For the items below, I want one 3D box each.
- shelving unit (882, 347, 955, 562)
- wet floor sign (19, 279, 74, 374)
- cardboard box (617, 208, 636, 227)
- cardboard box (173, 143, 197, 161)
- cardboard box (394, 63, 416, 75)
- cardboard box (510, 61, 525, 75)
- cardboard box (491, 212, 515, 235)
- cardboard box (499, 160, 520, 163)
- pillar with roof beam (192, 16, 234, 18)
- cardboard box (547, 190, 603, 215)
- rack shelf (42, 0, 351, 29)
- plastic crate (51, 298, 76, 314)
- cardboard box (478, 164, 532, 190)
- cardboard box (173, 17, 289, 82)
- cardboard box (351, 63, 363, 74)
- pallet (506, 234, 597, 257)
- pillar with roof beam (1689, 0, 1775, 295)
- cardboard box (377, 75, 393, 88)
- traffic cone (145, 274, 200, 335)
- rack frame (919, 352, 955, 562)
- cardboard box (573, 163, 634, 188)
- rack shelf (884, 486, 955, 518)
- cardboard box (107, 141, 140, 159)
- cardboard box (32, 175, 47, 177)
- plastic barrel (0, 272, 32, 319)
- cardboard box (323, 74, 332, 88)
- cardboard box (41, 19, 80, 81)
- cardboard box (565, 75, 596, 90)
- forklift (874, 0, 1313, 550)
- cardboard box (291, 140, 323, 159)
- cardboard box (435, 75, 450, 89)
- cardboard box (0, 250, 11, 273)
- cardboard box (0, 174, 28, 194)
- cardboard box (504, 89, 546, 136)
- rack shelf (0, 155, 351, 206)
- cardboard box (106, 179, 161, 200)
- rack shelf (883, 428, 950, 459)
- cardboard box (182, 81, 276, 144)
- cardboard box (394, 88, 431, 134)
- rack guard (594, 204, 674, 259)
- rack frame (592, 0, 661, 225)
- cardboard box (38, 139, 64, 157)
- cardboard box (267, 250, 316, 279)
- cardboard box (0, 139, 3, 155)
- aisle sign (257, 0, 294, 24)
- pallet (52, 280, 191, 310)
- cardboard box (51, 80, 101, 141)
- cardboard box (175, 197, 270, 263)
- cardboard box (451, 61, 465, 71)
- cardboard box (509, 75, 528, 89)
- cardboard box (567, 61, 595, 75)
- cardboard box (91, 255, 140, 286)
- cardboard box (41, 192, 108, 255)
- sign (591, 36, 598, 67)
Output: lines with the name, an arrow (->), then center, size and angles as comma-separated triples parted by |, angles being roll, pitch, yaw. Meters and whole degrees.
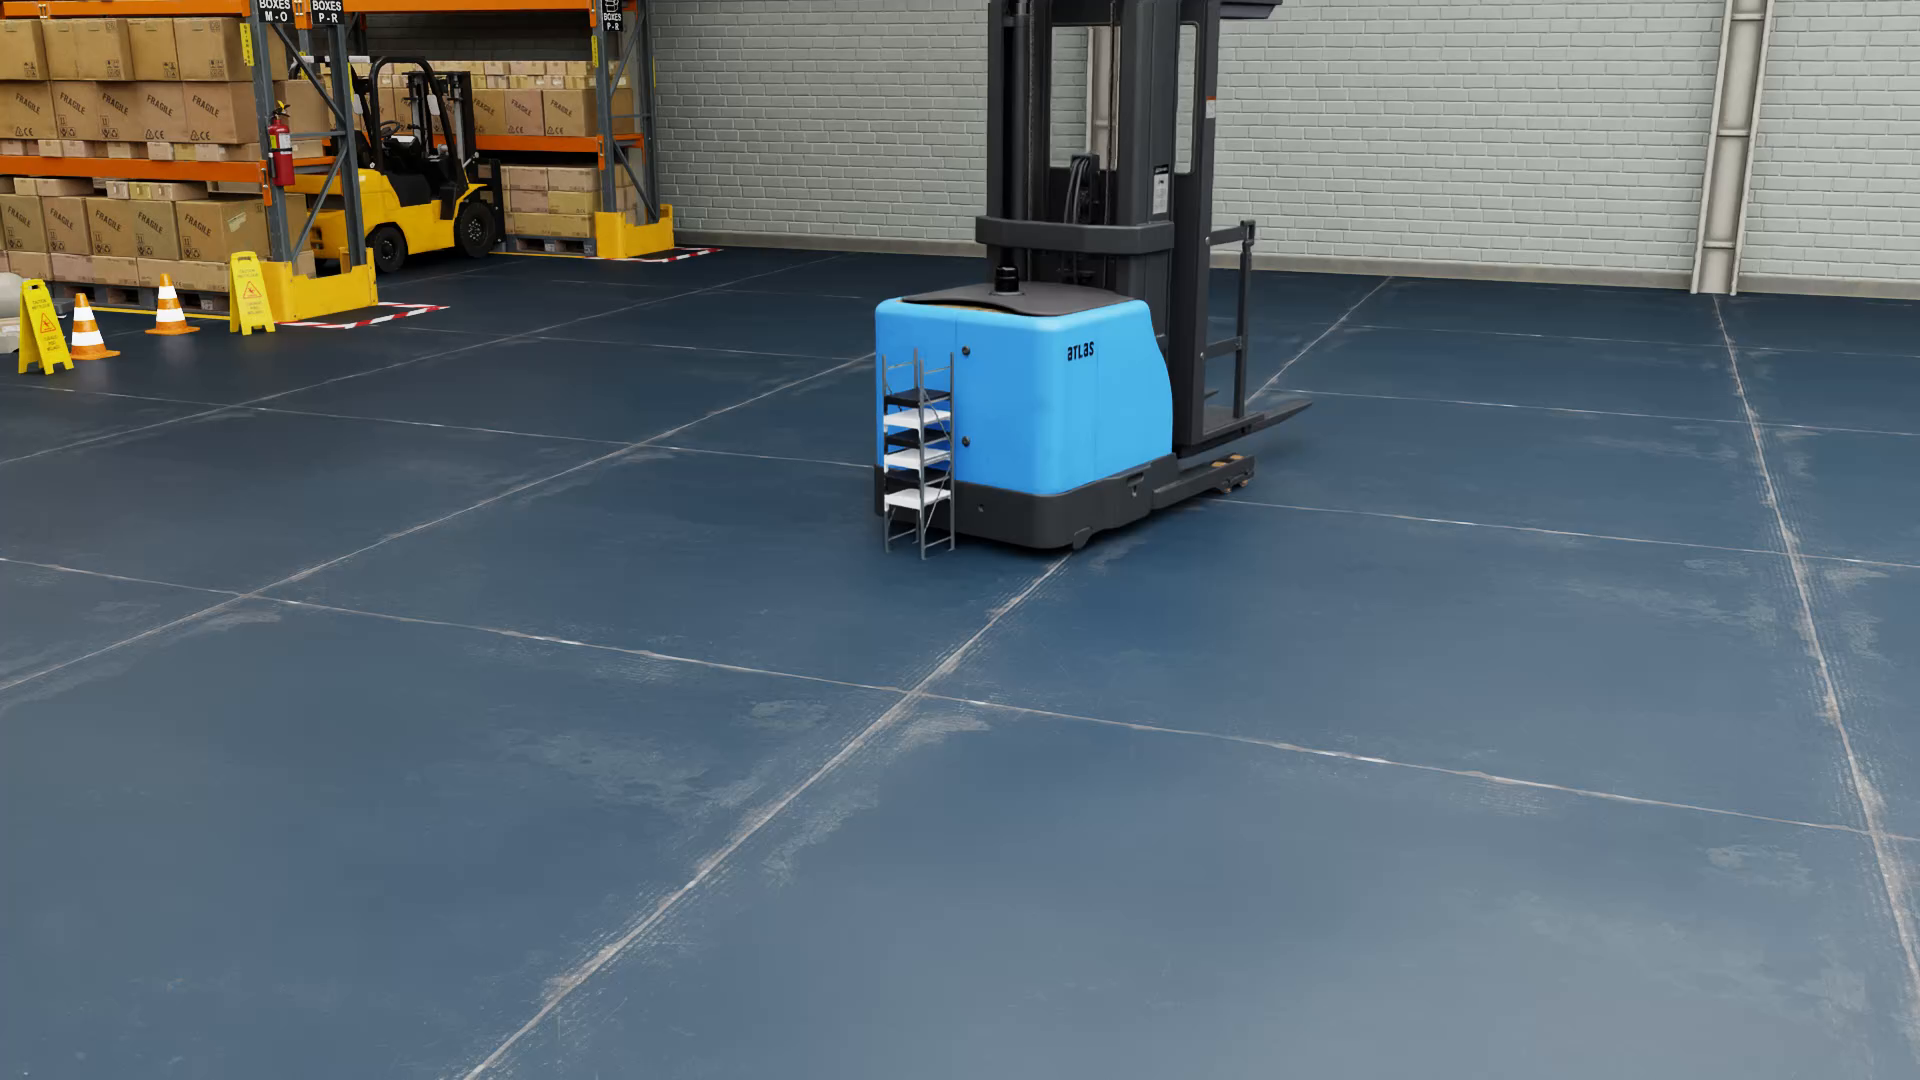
shelving unit -> -0.181, -0.380, 7.368 | 0.210, 0.900, 0.258 | 12, 20, 35
wet floor sign -> -6.493, -1.513, 11.727 | 0.232, 0.644, 0.267 | 3, 17, 11
cardboard box -> -4.092, -3.697, 19.206 | 0.500, 0.250, 0.500 | 6, 17, 21
cardboard box -> -6.458, -3.318, 14.173 | 0.250, 0.149, 0.380 | 6, 17, 20
cardboard box -> -6.270, -5.417, 19.077 | 0.250, 0.149, 0.380 | 6, 17, 20
cardboard box -> -4.816, -5.281, 18.607 | 0.250, 0.149, 0.380 | 6, 17, 21
cardboard box -> -5.181, -3.669, 19.110 | 0.500, 0.250, 0.500 | 6, 17, 21
cardboard box -> -5.486, -4.333, 19.603 | 0.500, 0.250, 0.500 | 6, 17, 20
pillar with roof beam -> -11.185, -7.398, 17.016 | 0.400, 9.000, 9.100 | 6, 17, 21
cardboard box -> -4.274, -3.805, 18.681 | 0.500, 0.250, 0.500 | 6, 17, 20
rack shelf -> -9.288, -6.423, 20.330 | 4.000, 0.370, 1.077 | 6, 17, 21
plastic crate -> -8.086, -2.061, 14.629 | 0.583, 0.080, 0.402 | 0, 16, 1
cardboard box -> -5.200, -4.142, 18.946 | 0.500, 0.250, 0.500 | 7, 17, 21
cardboard box -> -6.080, -4.094, 13.888 | 0.500, 0.500, 0.700 | 6, 17, 19
cardboard box -> -6.957, -5.518, 19.424 | 0.250, 0.149, 0.380 | 7, 17, 21
pallet -> -4.433, -3.443, 19.154 | 1.213, 0.211, 1.003 | 6, 17, 21
pillar with roof beam -> 5.560, -5.557, 10.673 | 0.400, 9.000, 9.100 | 6, 17, 21
cardboard box -> -6.531, -5.293, 19.181 | 0.250, 0.149, 0.380 | 7, 17, 22
traffic cone -> -6.398, -1.918, 13.451 | 0.334, 0.463, 0.336 | 6, 17, 21
rack frame -> -0.099, -0.363, 7.310 | 0.006, 0.900, 0.240 | 12, 20, 35
cardboard box -> -4.084, -4.174, 19.057 | 0.500, 0.250, 0.500 | 6, 17, 20
rack shelf -> -0.181, -0.175, 7.428 | 0.200, 0.077, 0.258 | 12, 20, 35
cardboard box -> -7.166, -3.402, 14.462 | 0.250, 0.149, 0.380 | 6, 17, 20
cardboard box -> -11.621, -4.522, 21.599 | 0.500, 0.500, 0.500 | 7, 18, 22
plastic barrel -> -8.001, -2.008, 13.832 | 0.512, 0.421, 0.421 | -9, 18, -27
cardboard box -> -7.228, -5.383, 19.491 | 0.250, 0.149, 0.380 | 6, 17, 20
cardboard box -> -7.473, -4.260, 14.461 | 0.500, 0.500, 0.700 | 6, 17, 20
cardboard box -> -4.132, -5.037, 18.301 | 0.250, 0.149, 0.380 | 7, 17, 21
forklift -> 0.878, -1.714, 8.319 | 1.130, 2.935, 3.031 | 12, 20, 35
cardboard box -> -5.764, -3.395, 14.437 | 0.250, 0.149, 0.380 | 6, 17, 21
cardboard box -> -5.796, -5.219, 18.929 | 0.250, 0.149, 0.380 | 6, 17, 19
cardboard box -> -8.796, -2.587, 15.383 | 0.500, 0.250, 0.500 | 5, 17, 18
cardboard box -> -8.701, -3.230, 15.090 | 0.250, 0.149, 0.380 | 7, 17, 21
cardboard box -> -4.740, -4.800, 18.650 | 0.500, 0.500, 0.500 | 7, 18, 22
rack shelf -> -7.385, -3.286, 14.903 | 4.000, 0.370, 1.077 | 6, 17, 21
cardboard box -> -7.209, -3.068, 14.532 | 0.250, 0.149, 0.380 | 7, 18, 23
rack shelf -> -0.181, -0.435, 7.352 | 0.200, 0.077, 0.258 | 12, 20, 35
cardboard box -> -6.130, -3.602, 13.988 | 0.500, 0.500, 0.500 | 6, 17, 20
cardboard box -> -6.149, -4.958, 19.193 | 0.500, 0.500, 0.500 | 6, 17, 20
rack guard -> -3.684, -3.512, 18.874 | 0.348, 0.500, 1.175 | 6, 17, 21
rack frame -> -3.707, -4.715, 18.534 | 0.127, 3.000, 1.000 | 6, 17, 21
cardboard box -> -7.883, -3.467, 14.686 | 0.250, 0.149, 0.380 | 6, 17, 21
cardboard box -> -6.173, -2.462, 14.954 | 0.500, 0.250, 0.500 | 6, 17, 20
cardboard box -> -8.558, -3.568, 15.036 | 0.250, 0.149, 0.380 | 6, 17, 20
aisle sign -> -5.573, -4.594, 13.454 | 0.004, 0.787, 0.394 | 6, 17, 21
pallet -> -7.469, -2.313, 15.263 | 1.213, 0.211, 1.003 | 6, 17, 21
cardboard box -> -7.523, -3.763, 14.543 | 0.500, 0.500, 0.500 | 6, 17, 21
cardboard box -> -6.365, -2.683, 14.367 | 0.500, 0.500, 0.500 | 6, 17, 21
cardboard box -> -5.546, -5.354, 18.861 | 0.250, 0.149, 0.380 | 7, 17, 21
cardboard box -> -4.826, -5.126, 18.608 | 0.250, 0.149, 0.380 | 6, 17, 20
cardboard box -> -4.117, -5.199, 18.326 | 0.250, 0.149, 0.380 | 6, 17, 21
cardboard box -> -7.343, -2.428, 14.836 | 0.500, 0.250, 0.500 | 6, 17, 19
cardboard box -> -7.812, -2.842, 14.916 | 0.500, 0.500, 0.500 | 7, 18, 24
sign -> -3.919, -5.245, 17.859 | 0.005, 0.325, 0.100 | 6, 17, 21
